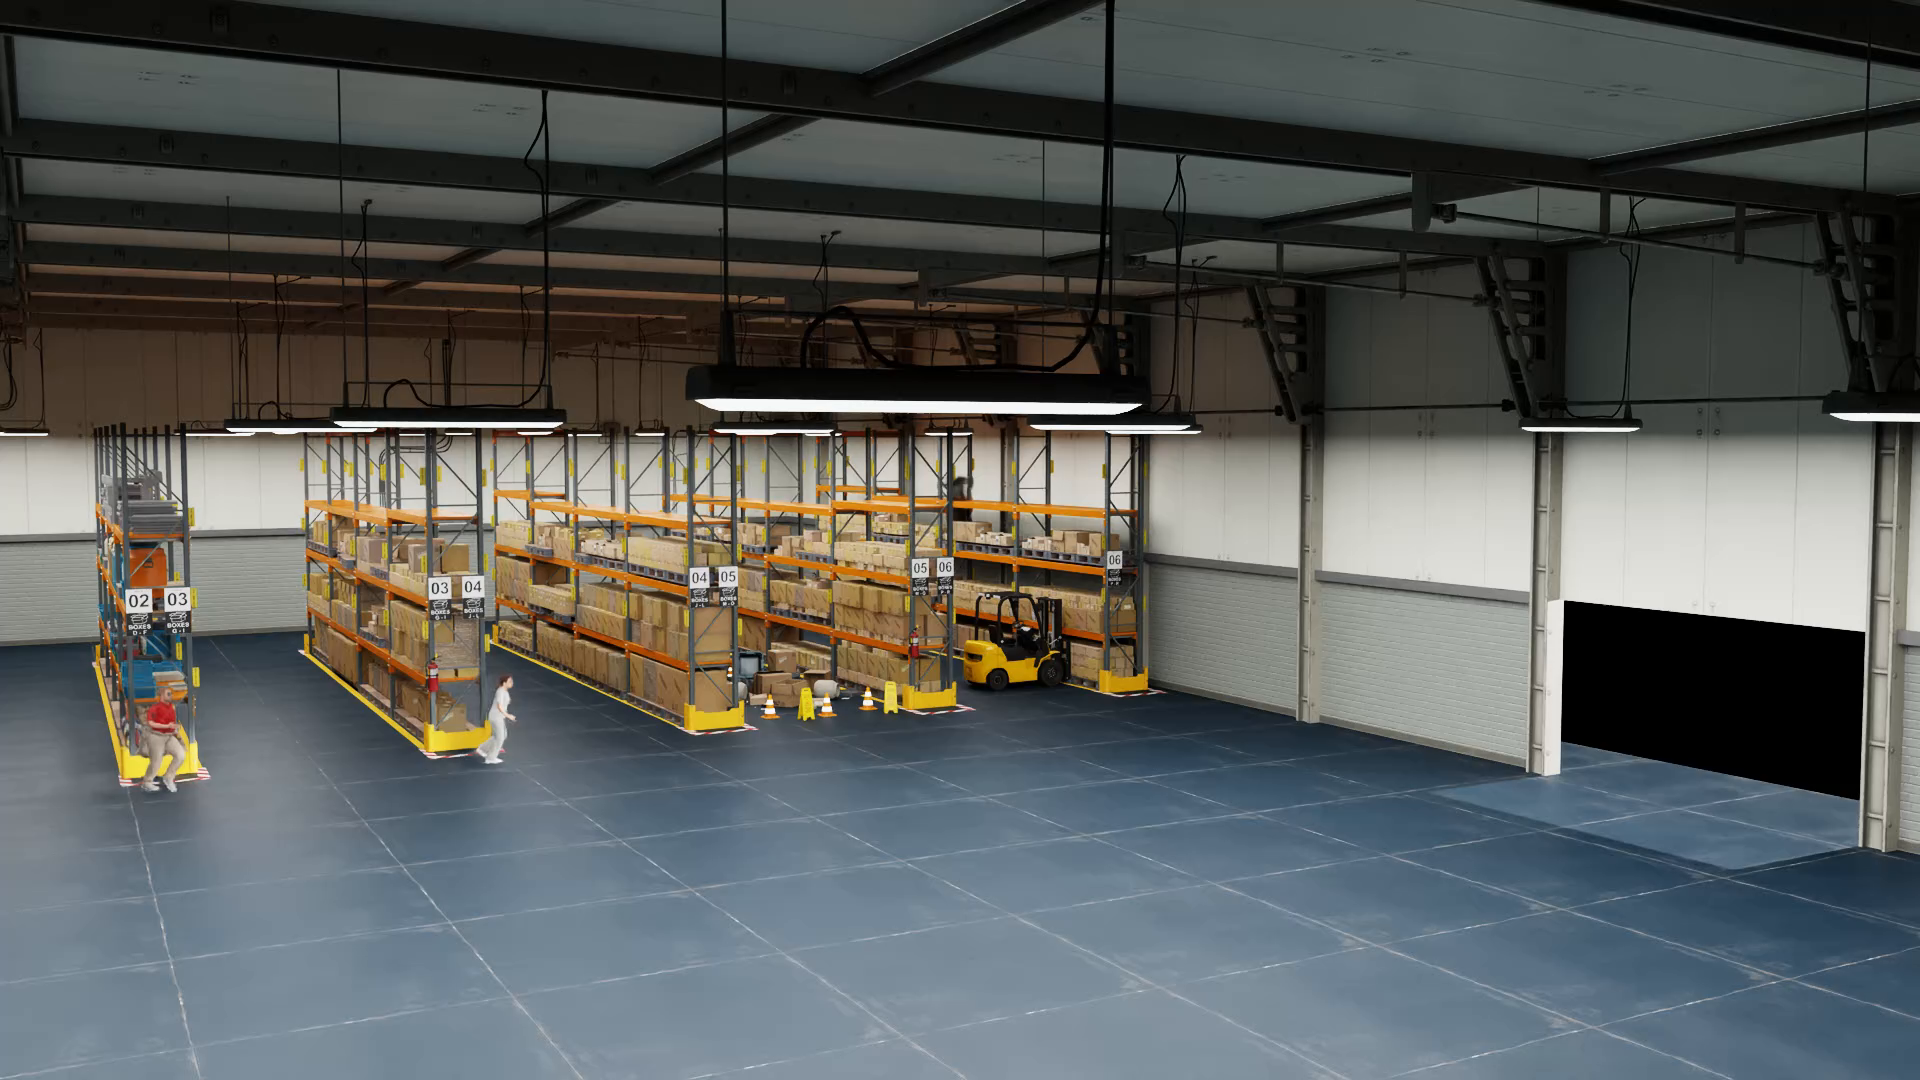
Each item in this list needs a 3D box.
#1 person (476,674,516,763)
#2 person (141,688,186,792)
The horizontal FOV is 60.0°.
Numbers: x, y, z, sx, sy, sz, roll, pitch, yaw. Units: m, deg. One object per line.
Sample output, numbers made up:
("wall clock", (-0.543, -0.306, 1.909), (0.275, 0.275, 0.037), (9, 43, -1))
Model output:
("person", (-8.191, 3.150, 29.331), (0.721, 1.587, 0.544), (0, 3, -8))
("person", (-12.900, 3.255, 26.954), (0.739, 1.728, 0.667), (1, 4, 16))
